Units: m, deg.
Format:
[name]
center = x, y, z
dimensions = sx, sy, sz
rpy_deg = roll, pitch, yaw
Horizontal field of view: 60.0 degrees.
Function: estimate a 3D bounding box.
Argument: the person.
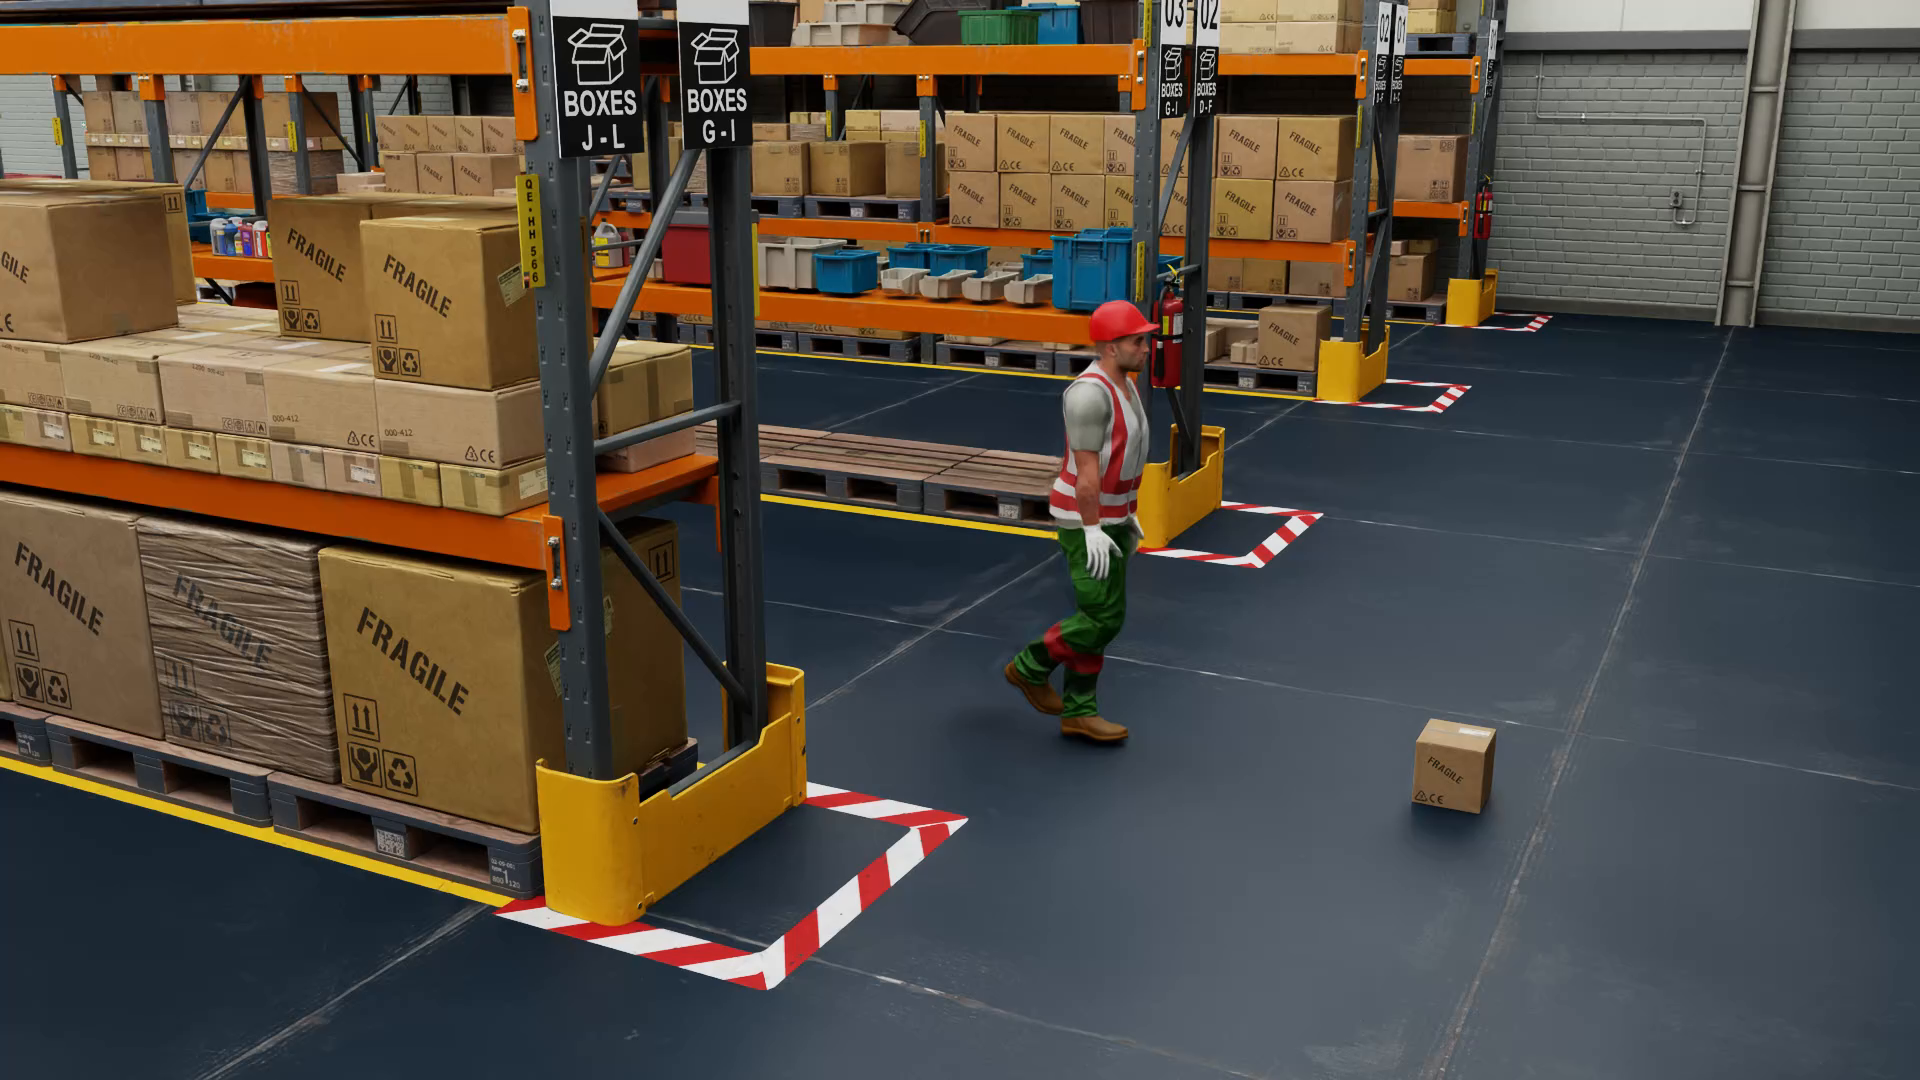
[person]
center = 0.495, -0.073, 6.688
dimensions = 0.556, 1.784, 0.593
rpy_deg = 8, 18, 27
